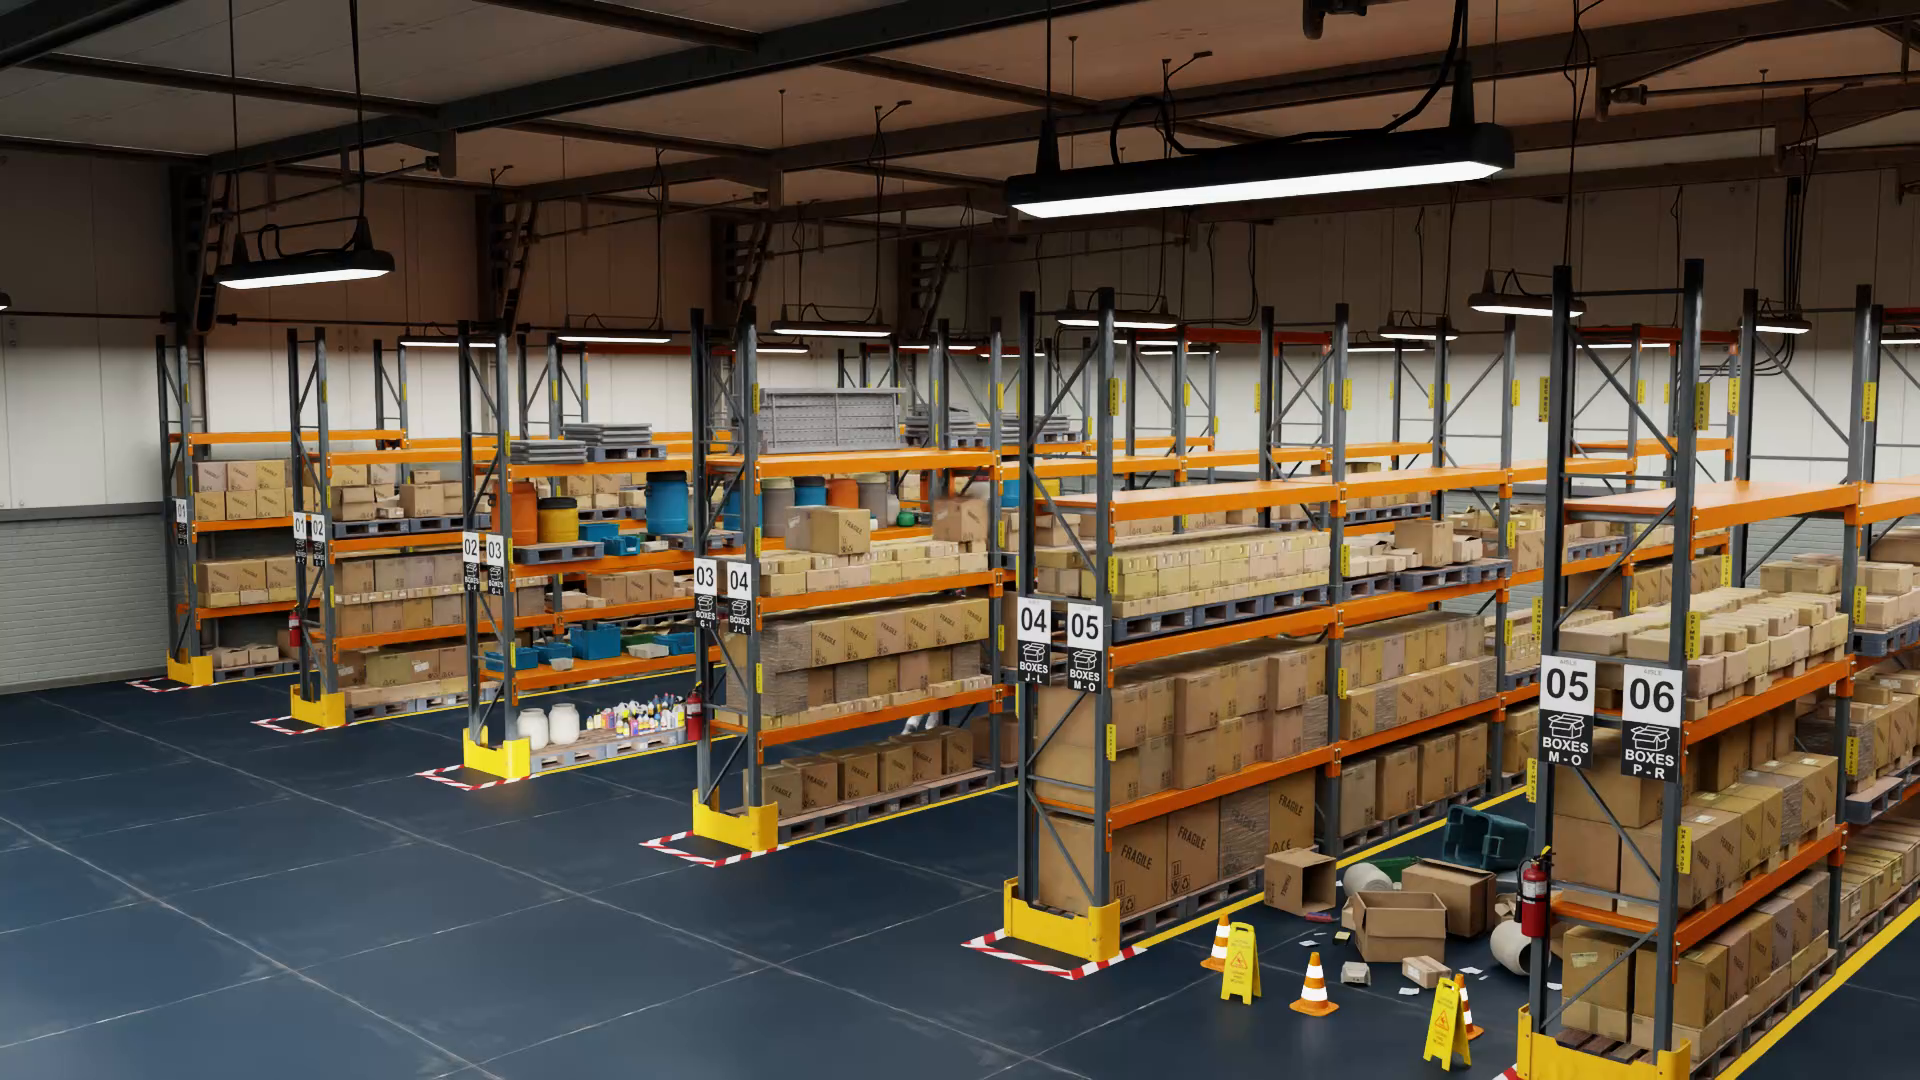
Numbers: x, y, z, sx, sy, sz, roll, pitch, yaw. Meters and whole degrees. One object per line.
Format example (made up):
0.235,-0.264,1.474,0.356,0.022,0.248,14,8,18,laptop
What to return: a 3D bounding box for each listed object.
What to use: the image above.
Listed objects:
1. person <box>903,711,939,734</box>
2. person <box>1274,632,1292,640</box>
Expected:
-0.487,2.102,23.338,0.711,1.758,0.587,-5,8,-45,person
4.812,2.091,24.297,0.701,1.603,0.643,-4,7,-37,person
